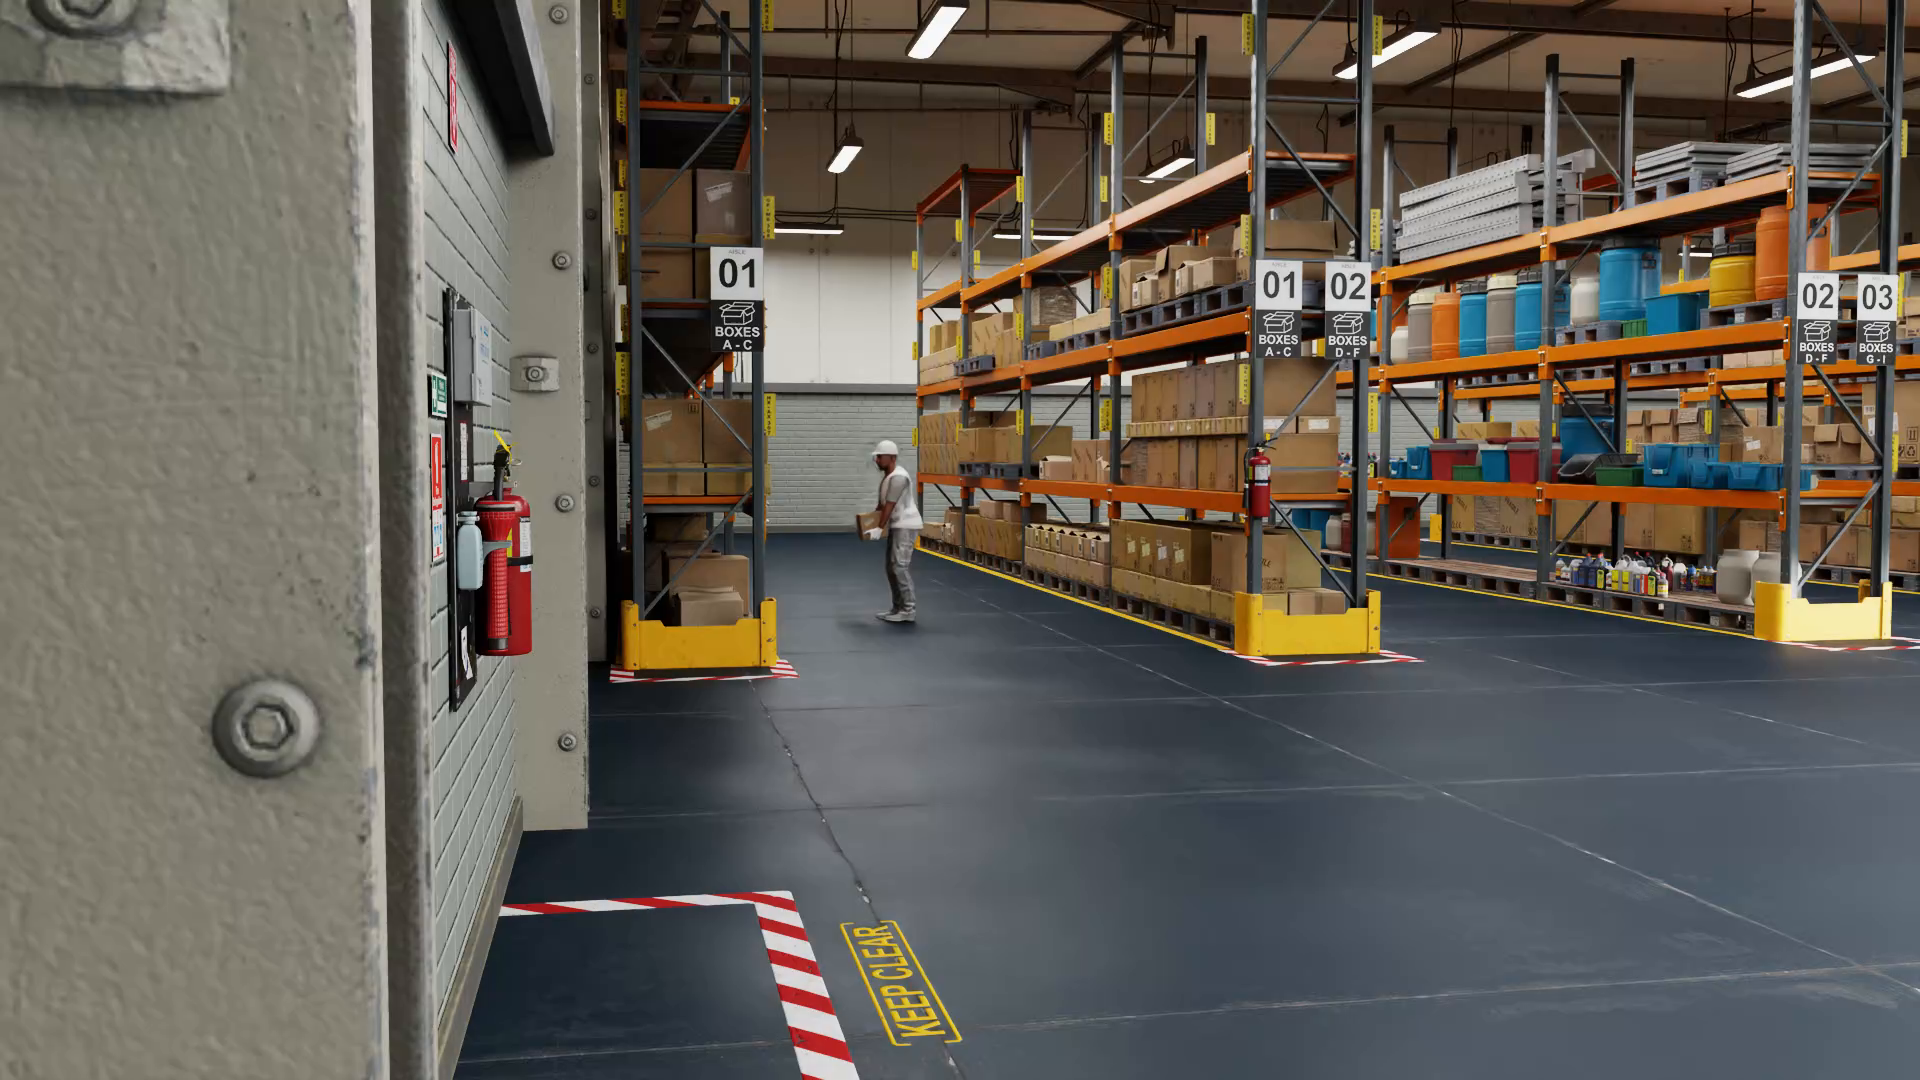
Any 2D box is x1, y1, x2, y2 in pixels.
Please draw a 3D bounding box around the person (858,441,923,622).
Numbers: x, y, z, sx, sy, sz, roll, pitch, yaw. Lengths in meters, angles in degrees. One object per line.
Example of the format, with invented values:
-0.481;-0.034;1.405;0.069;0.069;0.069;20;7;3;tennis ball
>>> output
-0.670;-0.088;16.254;0.603;1.761;0.487;-1;3;-12;person
